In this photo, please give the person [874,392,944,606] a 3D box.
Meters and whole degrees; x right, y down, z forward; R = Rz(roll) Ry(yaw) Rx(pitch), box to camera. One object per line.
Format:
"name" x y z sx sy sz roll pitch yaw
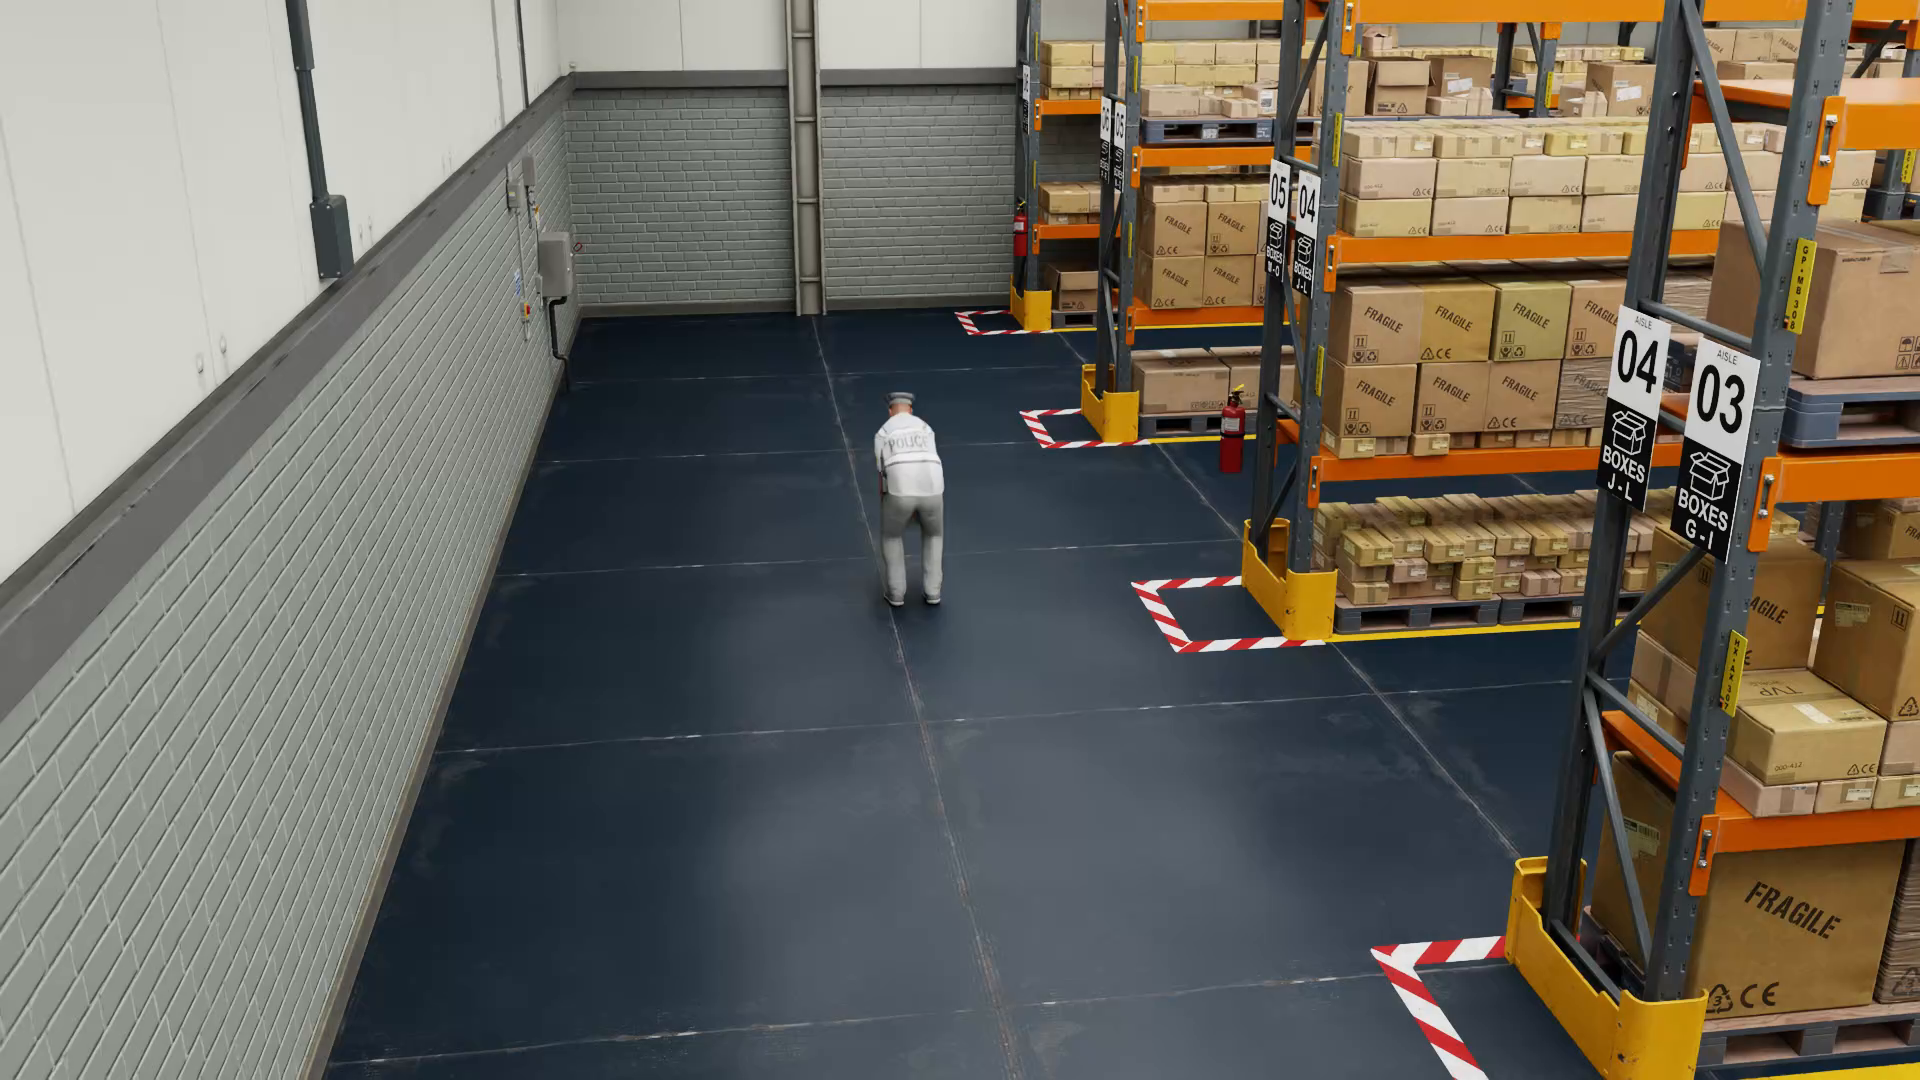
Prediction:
"person" -0.385 -0.314 12.349 0.479 1.477 0.919 -3 20 -9
